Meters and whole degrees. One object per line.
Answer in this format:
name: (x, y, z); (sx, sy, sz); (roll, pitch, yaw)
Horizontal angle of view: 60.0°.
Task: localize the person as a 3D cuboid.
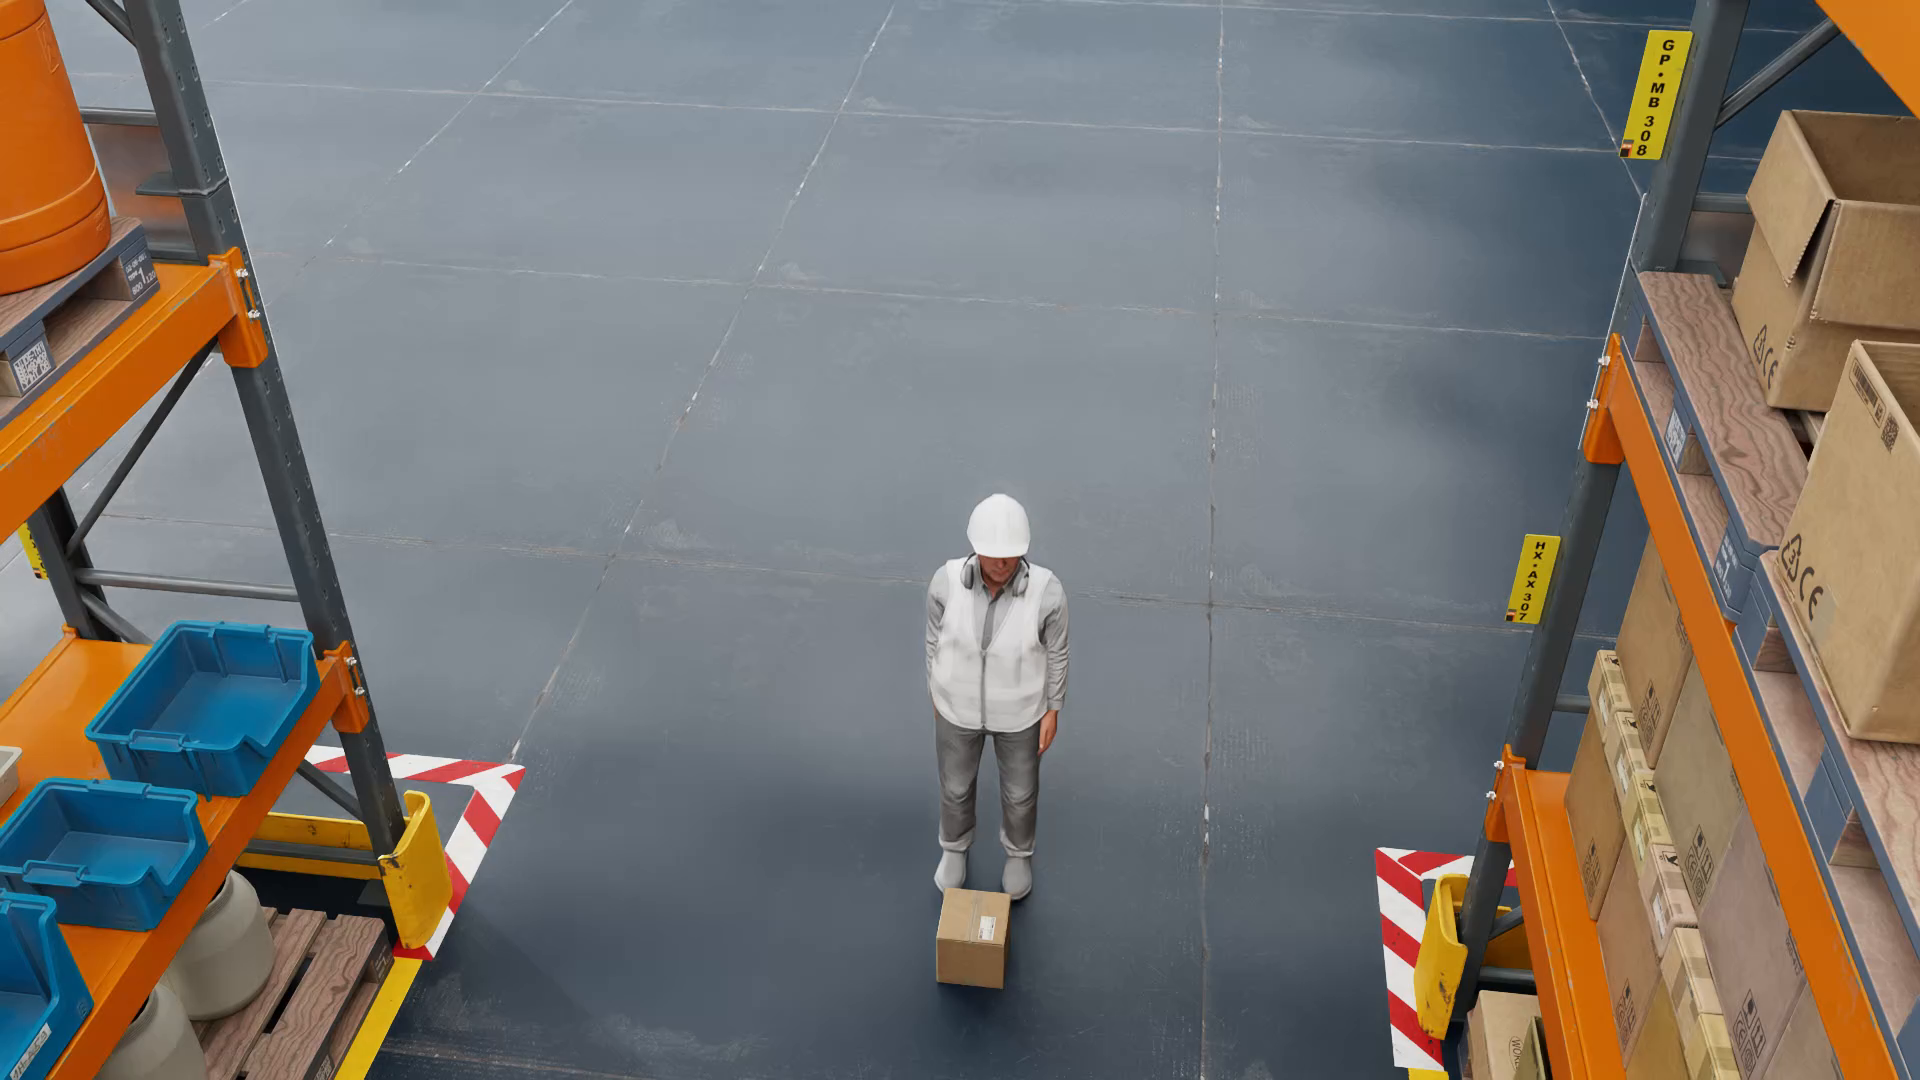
person: (0.130, 0.611, 6.178); (0.533, 1.771, 0.348); (5, 36, 7)
